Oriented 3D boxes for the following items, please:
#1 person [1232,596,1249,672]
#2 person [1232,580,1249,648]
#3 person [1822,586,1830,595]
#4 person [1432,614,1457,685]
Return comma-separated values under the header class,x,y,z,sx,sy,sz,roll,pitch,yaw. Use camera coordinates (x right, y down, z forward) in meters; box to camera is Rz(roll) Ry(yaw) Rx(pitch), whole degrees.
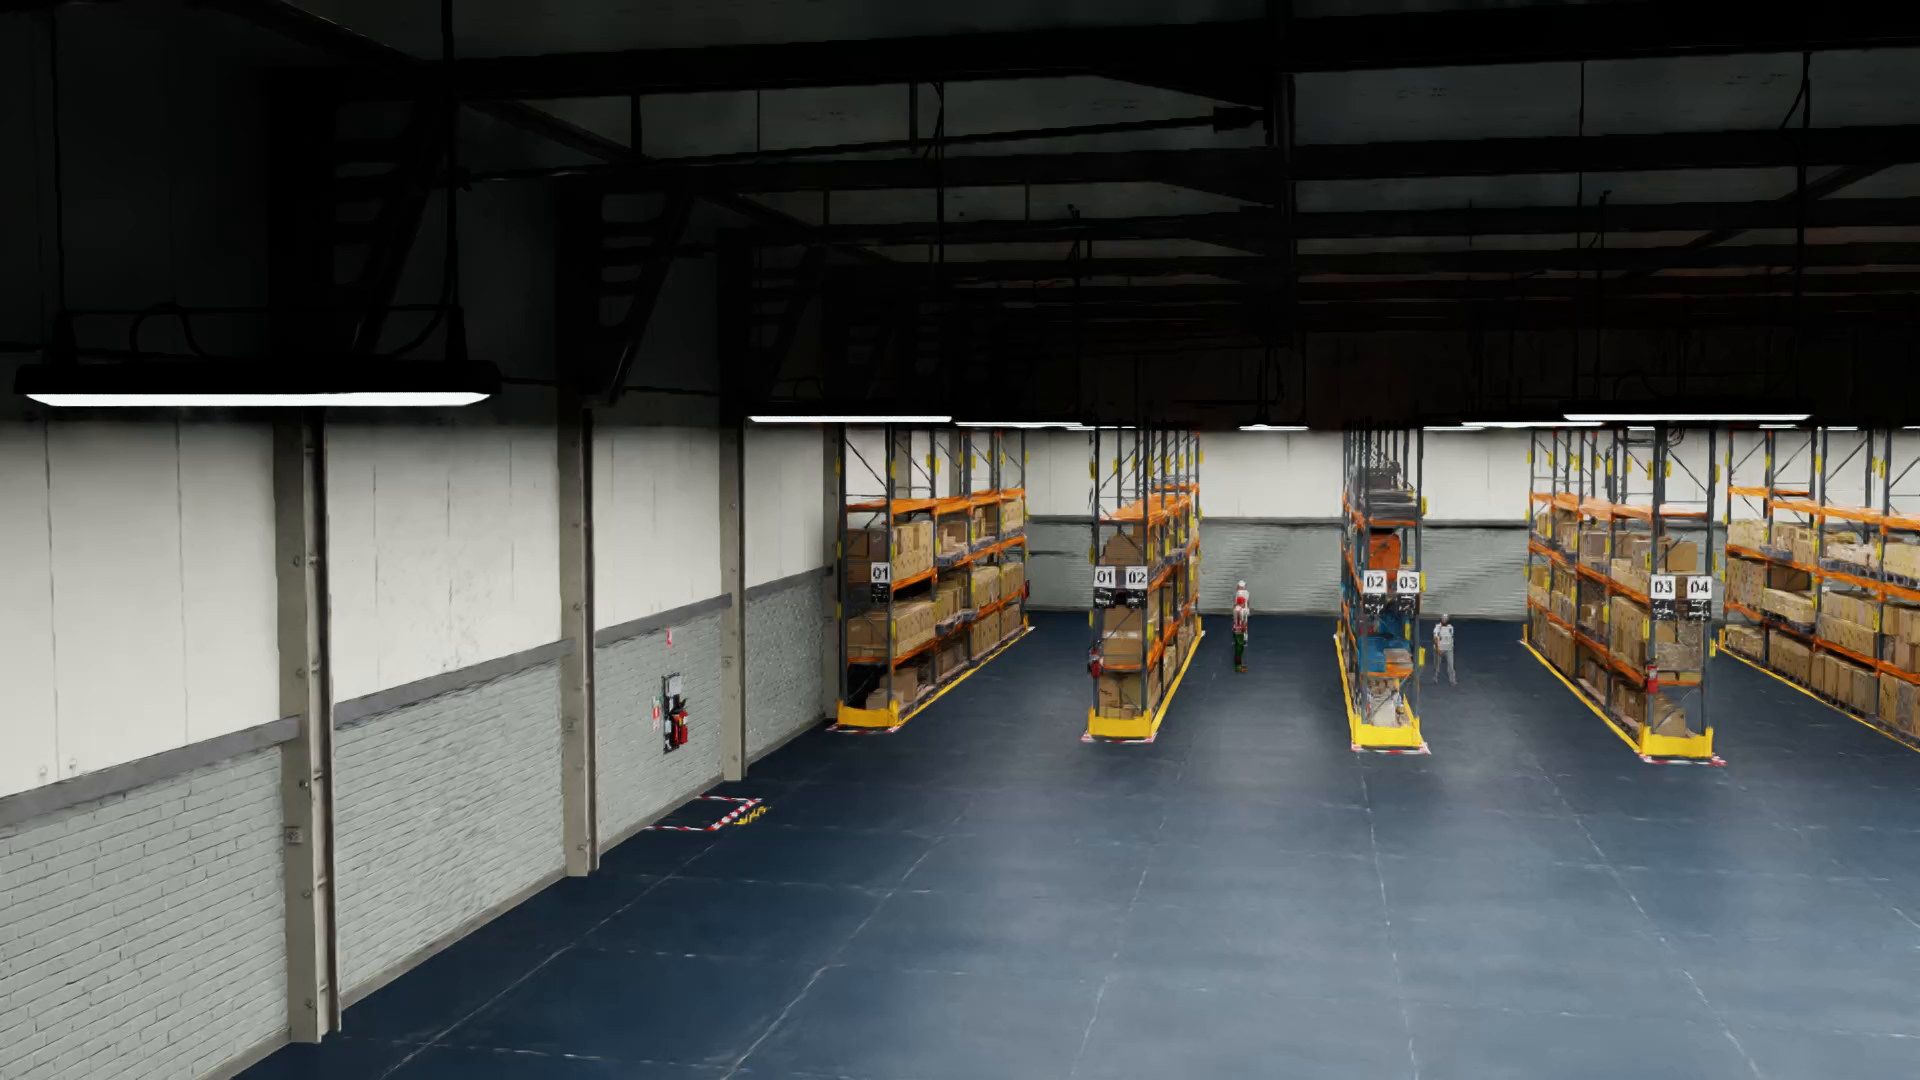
class,x,y,z,sx,sy,sz,roll,pitch,yaw
person,6.745,2.225,39.774,0.471,1.789,0.623,-1,4,-12
person,7.426,1.957,44.087,0.569,1.786,0.653,3,5,40
person,22.151,2.055,42.542,0.456,1.786,0.620,-1,4,-19
person,10.962,2.465,37.692,0.490,1.597,0.999,0,4,4
